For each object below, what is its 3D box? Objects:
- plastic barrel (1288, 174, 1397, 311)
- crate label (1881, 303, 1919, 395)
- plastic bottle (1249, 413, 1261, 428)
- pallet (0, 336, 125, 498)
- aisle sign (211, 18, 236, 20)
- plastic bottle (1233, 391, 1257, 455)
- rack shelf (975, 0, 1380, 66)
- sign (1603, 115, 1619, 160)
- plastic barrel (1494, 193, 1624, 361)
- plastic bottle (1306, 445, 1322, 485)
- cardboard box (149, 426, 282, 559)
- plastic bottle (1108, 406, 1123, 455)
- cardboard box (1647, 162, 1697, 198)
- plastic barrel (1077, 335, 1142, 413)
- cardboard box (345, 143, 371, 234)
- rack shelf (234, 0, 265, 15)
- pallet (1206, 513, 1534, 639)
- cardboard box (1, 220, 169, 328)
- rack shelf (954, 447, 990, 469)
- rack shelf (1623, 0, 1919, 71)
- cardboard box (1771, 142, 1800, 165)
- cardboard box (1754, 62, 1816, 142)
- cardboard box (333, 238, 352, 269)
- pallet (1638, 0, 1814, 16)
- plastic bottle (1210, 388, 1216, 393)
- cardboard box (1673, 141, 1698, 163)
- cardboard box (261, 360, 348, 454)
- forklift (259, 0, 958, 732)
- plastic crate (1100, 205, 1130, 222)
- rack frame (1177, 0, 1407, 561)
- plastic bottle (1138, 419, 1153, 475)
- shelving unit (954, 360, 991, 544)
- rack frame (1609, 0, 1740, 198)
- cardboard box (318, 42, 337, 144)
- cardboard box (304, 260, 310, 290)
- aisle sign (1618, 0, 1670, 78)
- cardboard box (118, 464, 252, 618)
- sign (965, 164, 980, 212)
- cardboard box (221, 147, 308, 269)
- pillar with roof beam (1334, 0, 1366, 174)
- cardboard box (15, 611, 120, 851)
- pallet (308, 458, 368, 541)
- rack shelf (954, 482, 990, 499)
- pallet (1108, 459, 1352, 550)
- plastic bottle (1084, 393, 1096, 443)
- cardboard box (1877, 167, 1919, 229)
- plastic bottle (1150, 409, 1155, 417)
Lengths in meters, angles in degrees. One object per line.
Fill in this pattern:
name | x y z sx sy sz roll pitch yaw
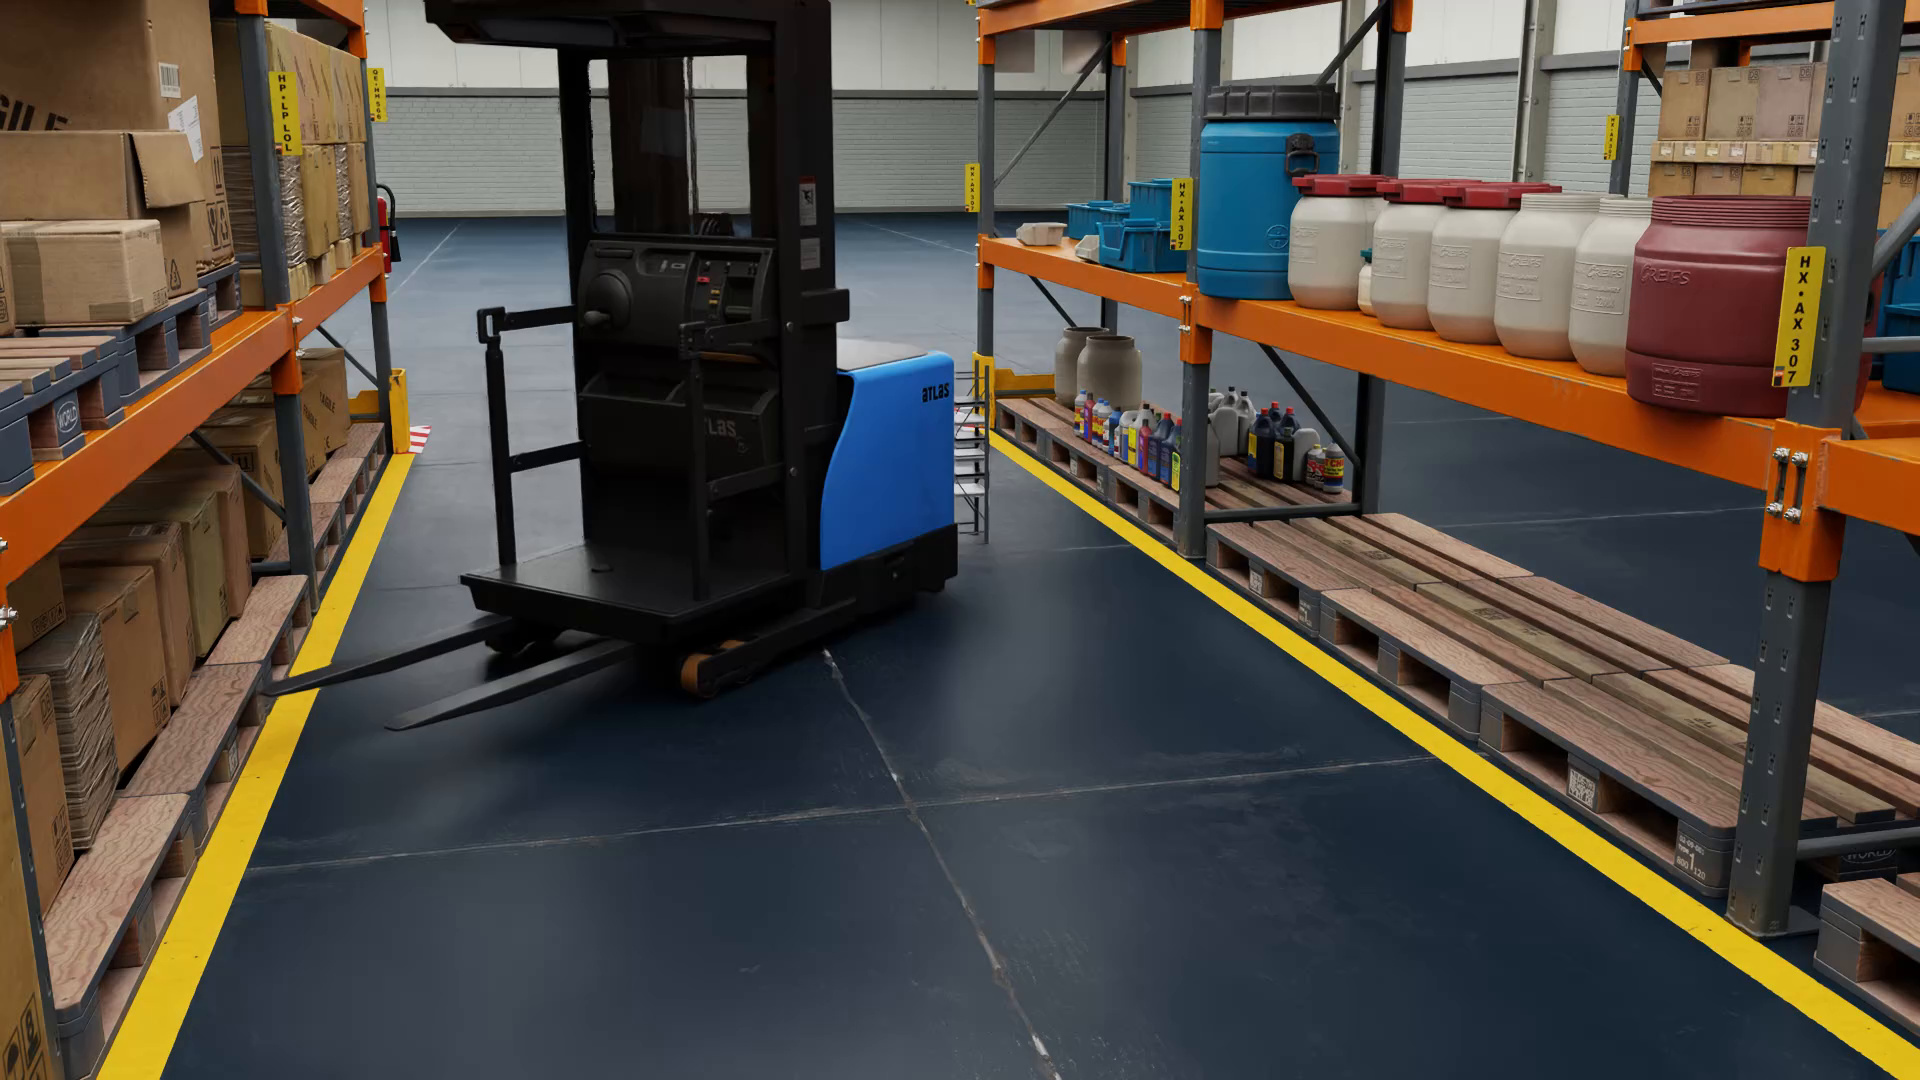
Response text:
plastic barrel | 1.573 -1.231 6.861 0.433 0.535 0.433 0 14 0
crate label | 2.766 -0.512 4.556 0.303 0.233 0.416 -3 14 -13
plastic bottle | 1.660 -0.571 9.267 0.097 0.271 0.097 0 14 0
pallet | -2.584 -0.265 3.595 1.213 0.211 1.003 -3 14 -13
aisle sign | -4.498 -3.305 10.159 0.394 0.787 0.004 -3 14 -13
plastic bottle | 1.631 -0.676 9.529 0.144 0.351 0.185 -3 14 -14
rack shelf | 1.092 -2.967 9.448 1.077 0.370 4.000 -3 14 -13
sign | 4.897 -3.026 12.501 0.100 0.325 0.005 -3 14 -13
plastic barrel | 1.953 -0.852 5.360 0.421 0.512 0.421 0 14 0
plastic bottle | 1.865 -0.398 8.703 0.097 0.201 0.097 0 14 0
cardboard box | -3.308 -0.206 7.334 0.500 0.500 0.500 -4 14 -15
plastic bottle | 0.897 -0.625 9.486 0.097 0.271 0.097 0 14 0
cardboard box | 5.535 -2.536 12.278 0.700 0.500 0.500 -3 14 -13
plastic barrel | 0.969 -1.053 10.775 0.421 0.512 0.421 0 14 0
cardboard box | -3.856 -2.001 9.460 0.875 0.500 0.500 -3 14 -13
rack shelf | -2.783 -1.769 4.541 1.077 0.370 4.000 -3 14 -13
pallet | 1.784 0.135 7.429 1.003 0.211 1.213 -3 14 -13
cardboard box | -2.483 -0.730 4.526 0.500 0.250 0.500 -4 14 -15
rack shelf | 0.002 -0.403 8.320 0.258 0.077 0.200 -3 14 -13
rack shelf | 5.908 -3.243 10.575 1.077 0.370 4.000 -3 14 -13
cardboard box | 5.625 -2.560 11.010 0.380 0.149 0.250 -3 14 -14
cardboard box | 5.796 -2.917 11.103 0.700 0.500 0.500 -3 14 -13
cardboard box | -3.470 -1.529 8.893 0.380 0.149 0.250 -3 14 -13
pallet | 5.579 -3.846 11.715 1.003 0.211 1.213 -3 14 -13
plastic bottle | 1.525 -0.790 10.137 0.061 0.283 0.133 -3 14 -12
cardboard box | 5.385 -2.797 11.977 0.380 0.149 0.250 -4 14 -15
cardboard box | -3.888 -0.754 9.574 0.500 0.500 0.500 0 14 2
forklift | -1.215 -0.971 6.227 1.130 2.935 3.031 8 16 31
plastic crate | 1.178 -2.000 10.606 0.499 0.251 0.408 -3 14 -13
rack frame | 1.562 -1.398 7.830 1.000 3.000 0.127 -3 14 -13
plastic bottle | 1.006 -0.505 8.968 0.061 0.283 0.133 -2 14 -9
shelving unit | 0.002 -0.435 8.313 0.258 0.900 0.210 -3 14 -13
rack frame | 5.438 -2.596 12.734 1.000 3.000 0.127 -3 14 -13
cardboard box | -3.475 -2.264 8.431 0.500 0.500 0.500 -3 14 -13
cardboard box | -3.143 -1.181 7.470 0.380 0.149 0.250 -3 14 -13
aisle sign | 5.125 -3.857 12.417 0.394 0.787 0.004 -3 14 -13
cardboard box | -3.129 0.021 6.360 0.700 0.500 0.500 -4 14 -18
sign | 0.086 -2.426 11.453 0.100 0.325 0.005 -3 14 -13
cardboard box | -3.298 -1.423 7.092 0.875 0.500 0.500 -3 14 -13
pillar with roof beam | 2.845 -9.587 28.706 9.100 9.000 0.400 -3 14 -13
cardboard box | -2.633 0.520 4.317 0.700 0.500 0.500 -5 14 -18
pallet | -3.735 -0.203 8.812 1.003 0.211 1.213 -3 14 -13
rack shelf | 0.002 -0.228 8.363 0.258 0.077 0.200 -3 14 -13
pallet | 1.444 -0.201 8.805 1.003 0.211 1.213 -3 14 -13
plastic bottle | 0.781 -0.726 9.876 0.061 0.283 0.133 -3 14 -12
cardboard box | 6.023 -2.061 10.334 0.700 0.500 0.500 -3 14 -12
plastic bottle | 1.078 -0.588 9.308 0.061 0.283 0.133 -3 14 -13
